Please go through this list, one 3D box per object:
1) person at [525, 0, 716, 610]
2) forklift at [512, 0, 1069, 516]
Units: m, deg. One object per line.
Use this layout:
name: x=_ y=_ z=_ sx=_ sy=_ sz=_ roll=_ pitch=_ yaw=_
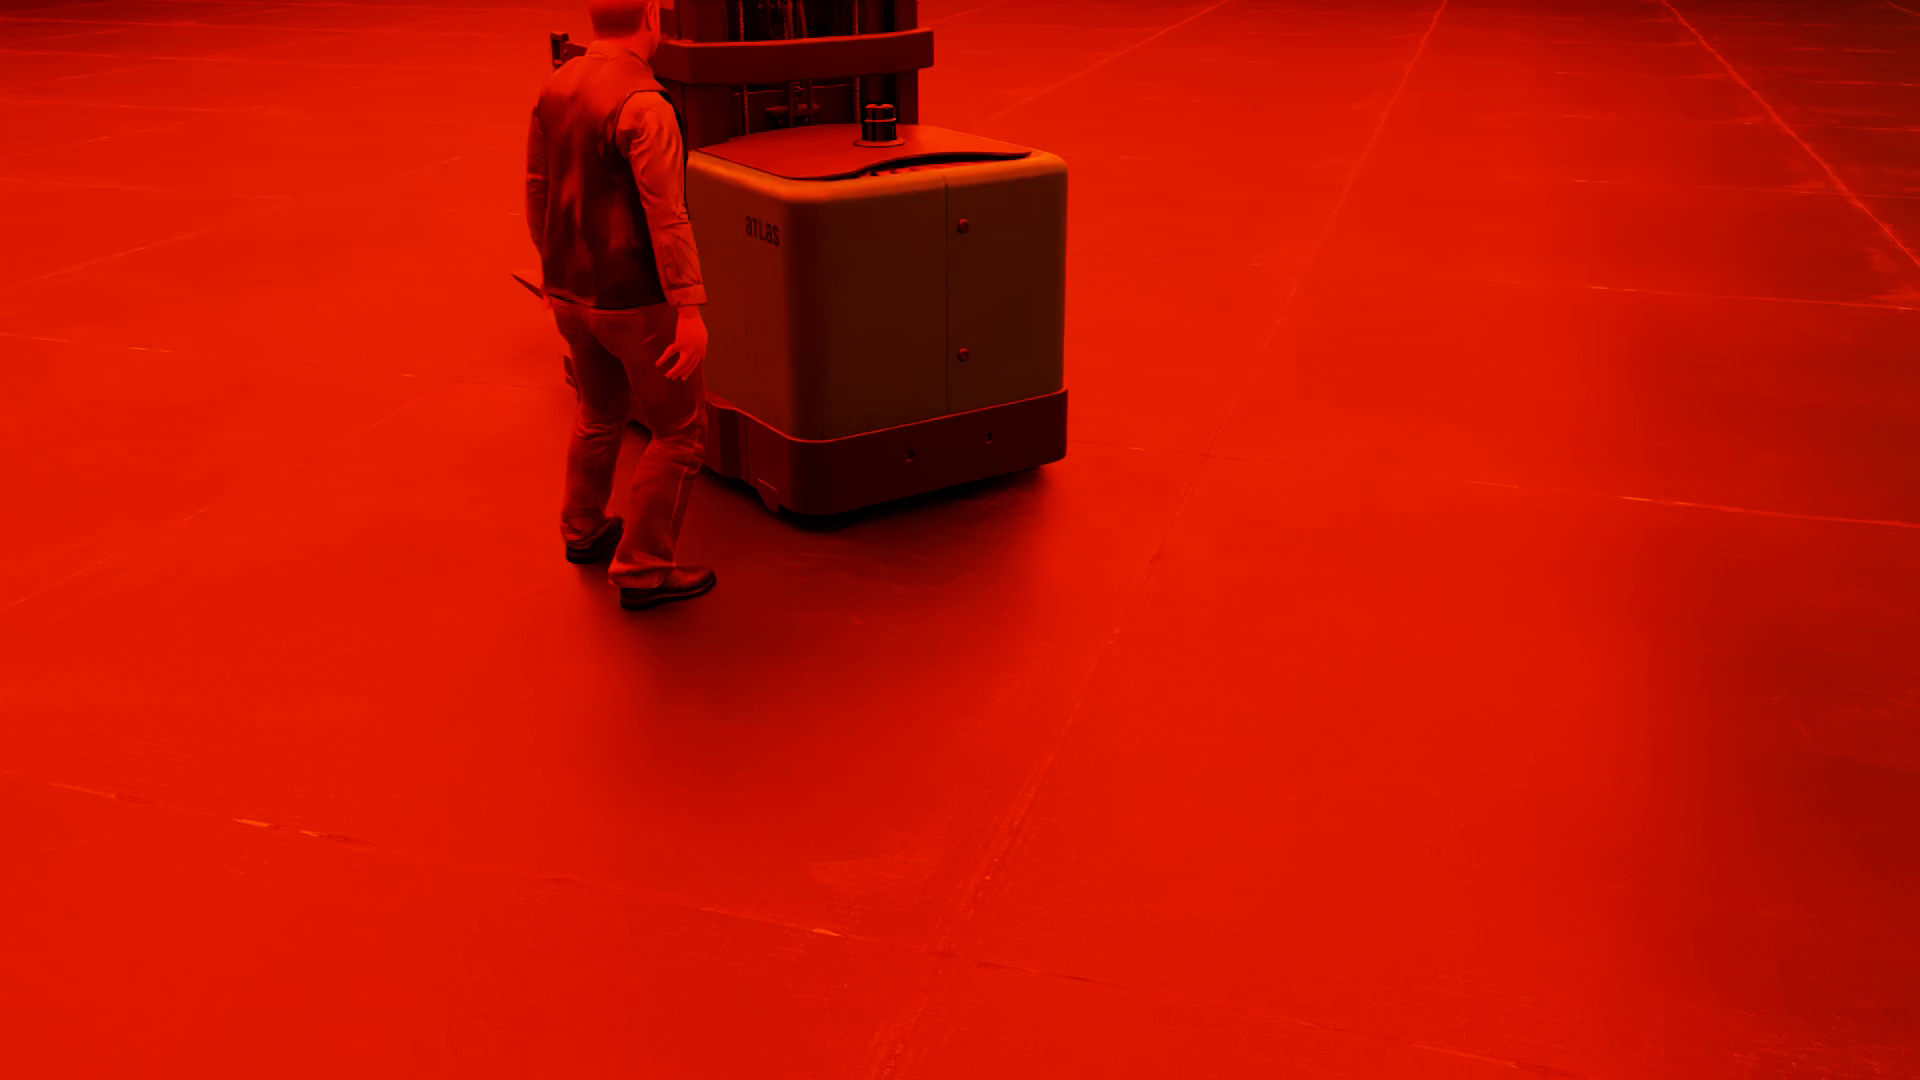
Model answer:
person: x=-0.922 y=-0.667 z=4.519 sx=0.817 sy=1.695 sz=0.387 roll=19 pitch=29 yaw=38
forklift: x=-0.878 y=-1.938 z=5.973 sx=1.130 sy=2.935 sz=3.031 roll=-14 pitch=26 yaw=-31
